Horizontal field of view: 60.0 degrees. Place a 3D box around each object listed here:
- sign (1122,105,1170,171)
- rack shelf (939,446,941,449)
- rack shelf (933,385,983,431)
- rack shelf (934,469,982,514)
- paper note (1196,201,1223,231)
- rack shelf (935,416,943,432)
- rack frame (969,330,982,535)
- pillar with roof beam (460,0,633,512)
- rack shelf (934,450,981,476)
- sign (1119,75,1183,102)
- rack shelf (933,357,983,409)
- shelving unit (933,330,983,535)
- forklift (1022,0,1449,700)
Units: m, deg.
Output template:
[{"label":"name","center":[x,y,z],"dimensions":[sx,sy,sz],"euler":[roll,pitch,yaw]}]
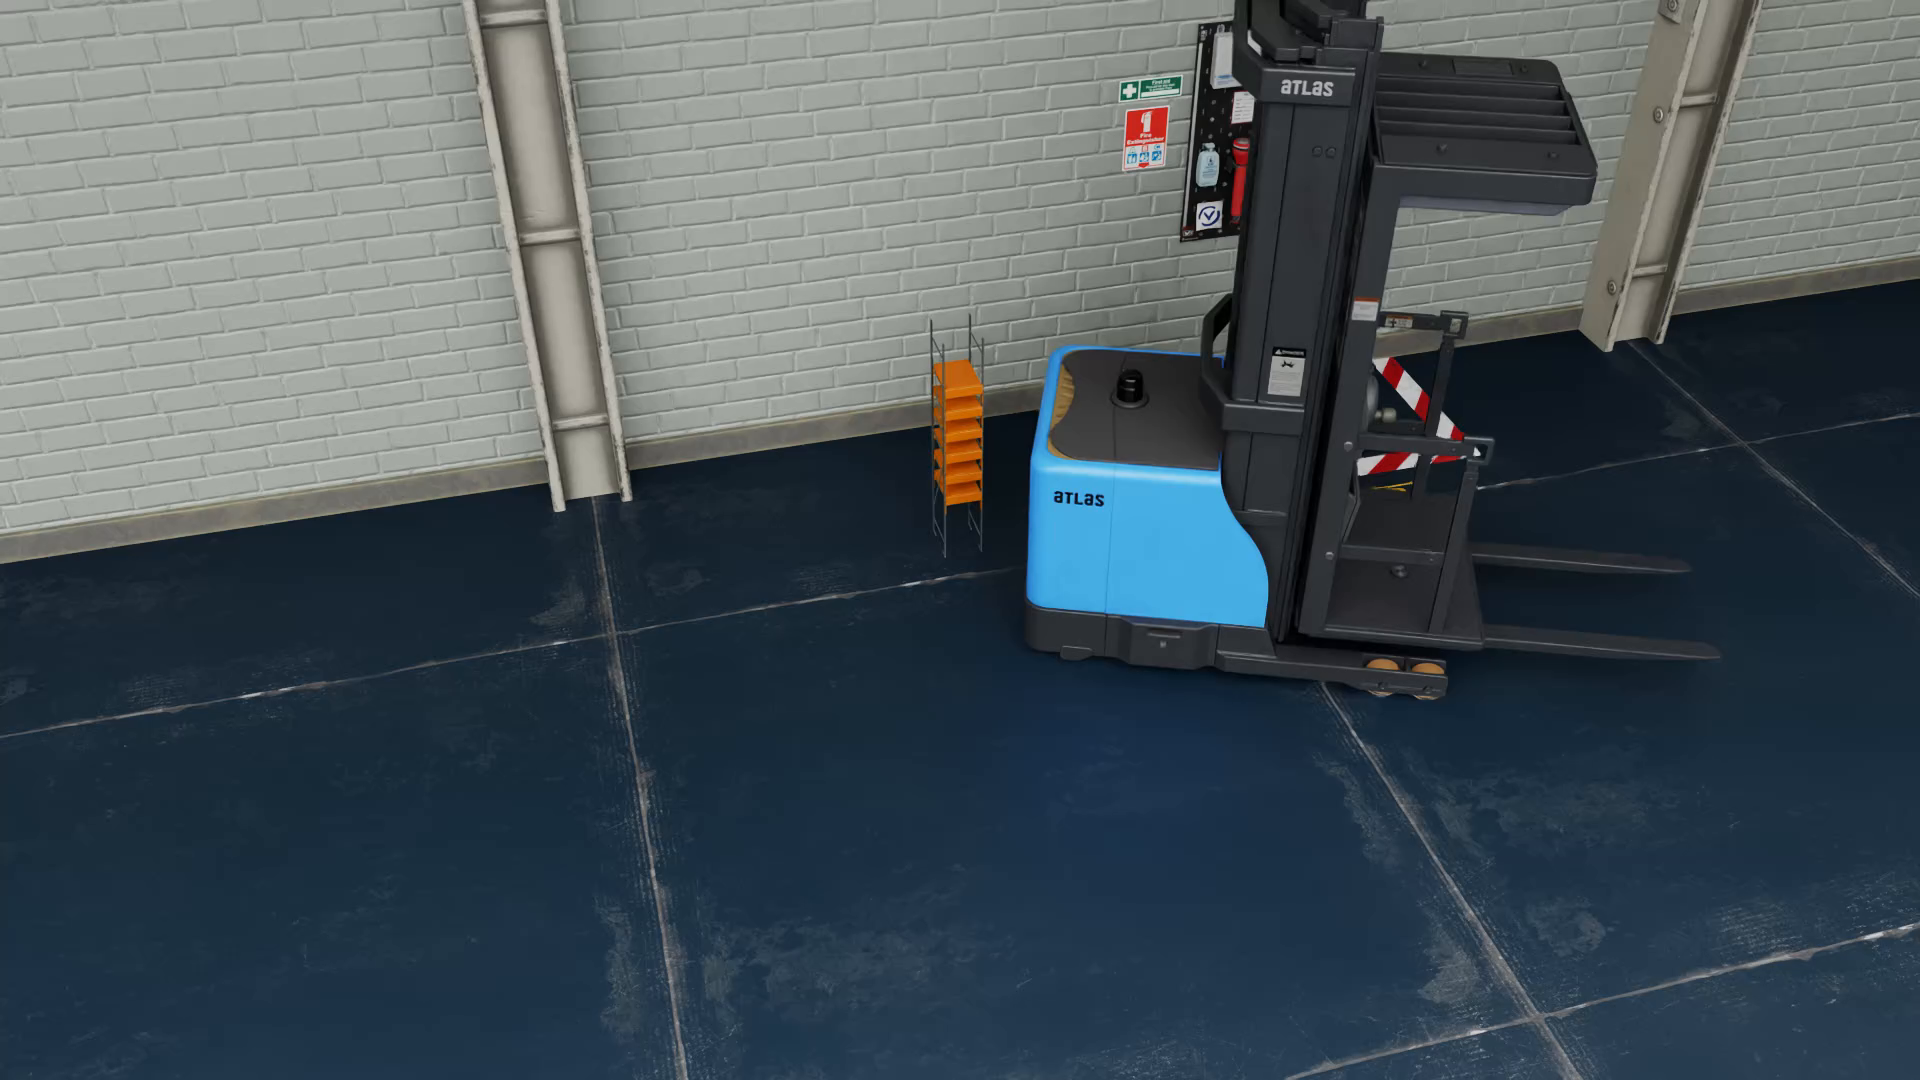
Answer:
[{"label":"sign","center":[10.264,0.045,5.621],"dimensions":[16.451,0.391,11.513],"euler":[-9,38,-12]},{"label":"rack shelf","center":[-0.014,-0.455,7.877],"dimensions":[0.166,0.020,0.199],"euler":[-9,38,-12]},{"label":"rack shelf","center":[-0.014,-0.630,7.743],"dimensions":[0.180,0.103,0.258],"euler":[-9,38,-12]},{"label":"rack shelf","center":[-0.014,-0.248,8.035],"dimensions":[0.180,0.103,0.258],"euler":[-9,38,-12]},{"label":"paper note","center":[1.307,-1.698,8.705],"dimensions":[0.142,0.148,0.016],"euler":[-9,38,-12]},{"label":"rack shelf","center":[-0.014,-0.550,7.804],"dimensions":[0.166,0.020,0.199],"euler":[-9,38,-12]},{"label":"rack frame","center":[0.075,-0.488,7.880],"dimensions":[0.002,1.046,0.228],"euler":[-9,38,-12]},{"label":"pillar with roof beam","center":[-0.779,-1.312,2.538],"dimensions":[0.400,9.000,9.100],"euler":[-9,38,-12]},{"label":"rack shelf","center":[-0.014,-0.365,7.945],"dimensions":[0.171,0.034,0.221],"euler":[-9,38,-12]},{"label":"sign","center":[0.942,-2.229,8.208],"dimensions":[0.331,0.109,0.001],"euler":[-9,38,-12]},{"label":"rack shelf","center":[-0.014,-0.725,7.670],"dimensions":[0.180,0.103,0.258],"euler":[-9,38,-12]},{"label":"shelving unit","center":[-0.013,-0.474,7.862],"dimensions":[0.183,1.046,0.258],"euler":[-9,38,-12]},{"label":"forklift","center":[1.840,-0.806,6.871],"dimensions":[3.031,2.935,1.130],"euler":[5,38,6]}]
